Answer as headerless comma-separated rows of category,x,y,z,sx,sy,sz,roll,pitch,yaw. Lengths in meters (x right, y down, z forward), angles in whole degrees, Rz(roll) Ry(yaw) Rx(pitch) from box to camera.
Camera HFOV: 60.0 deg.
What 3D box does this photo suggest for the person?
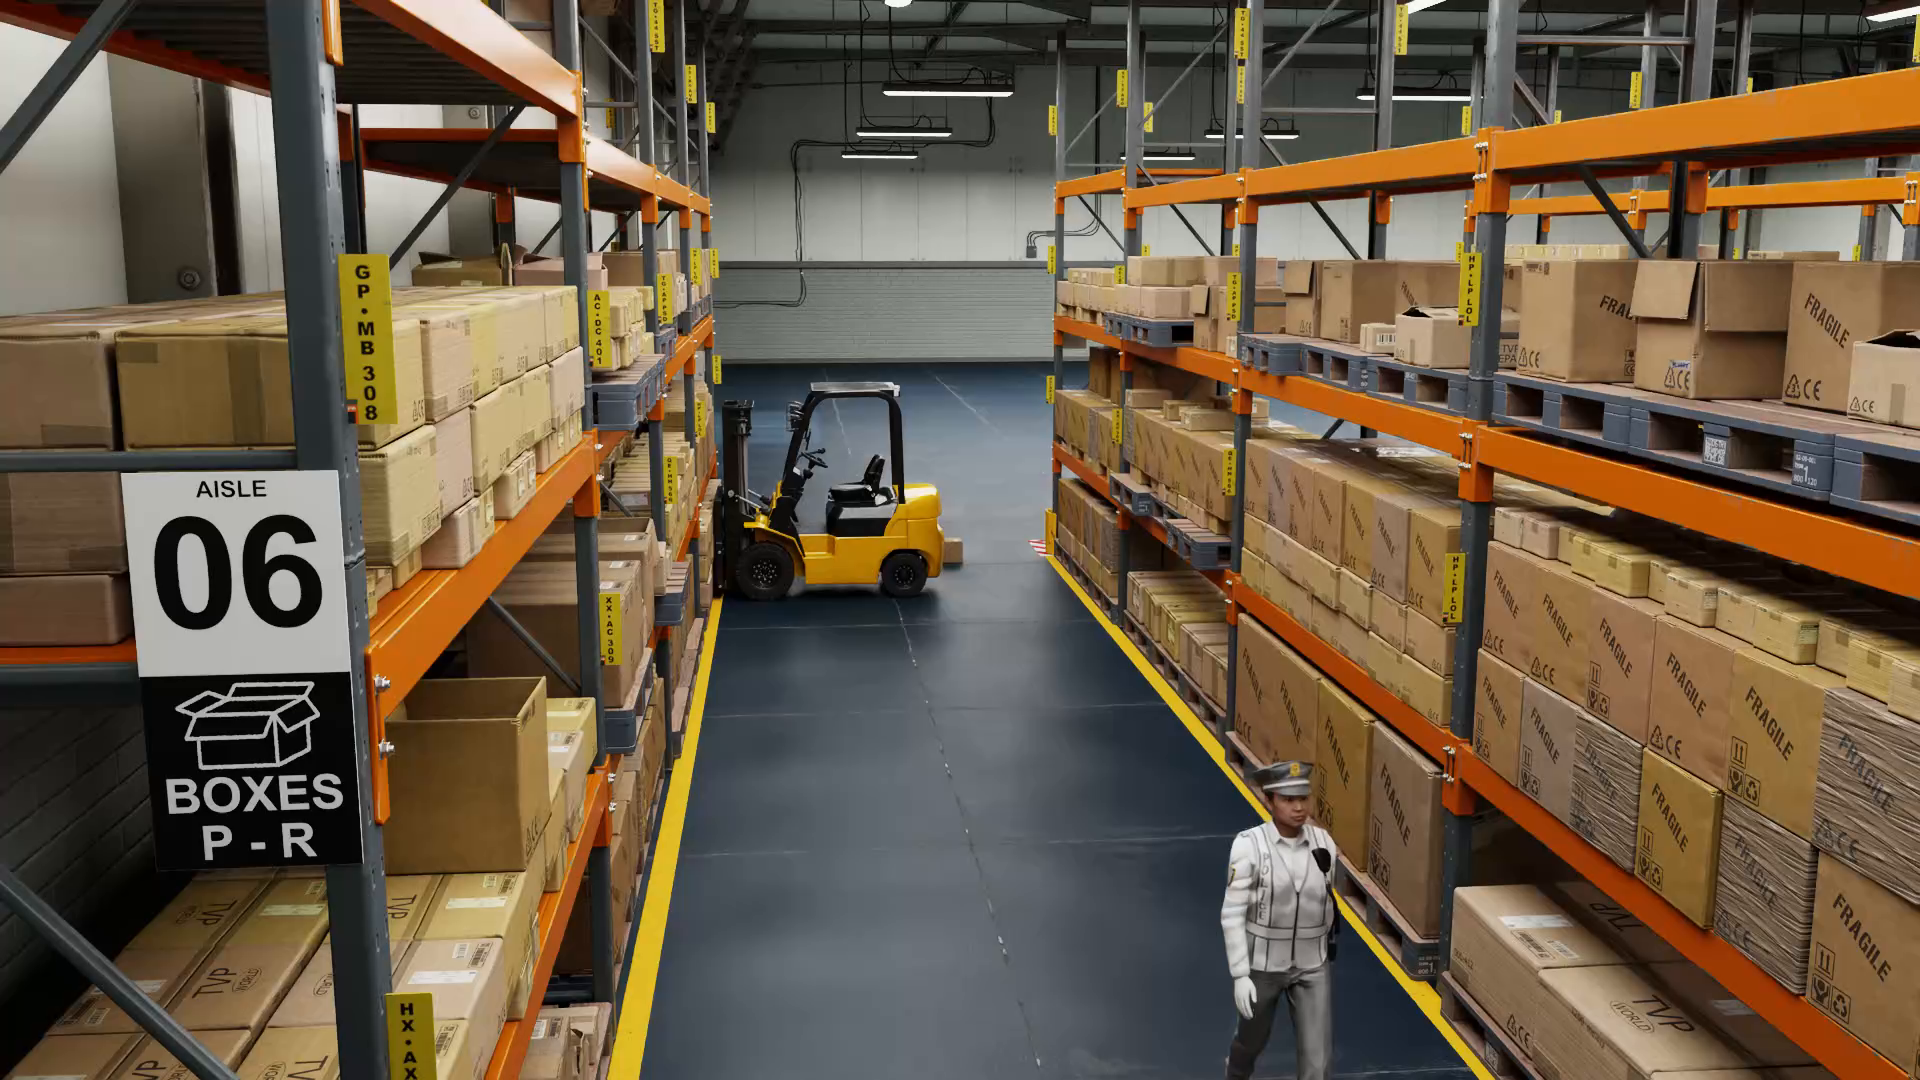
person,1.256,1.650,6.536,0.487,1.642,0.987,-1,10,-4
